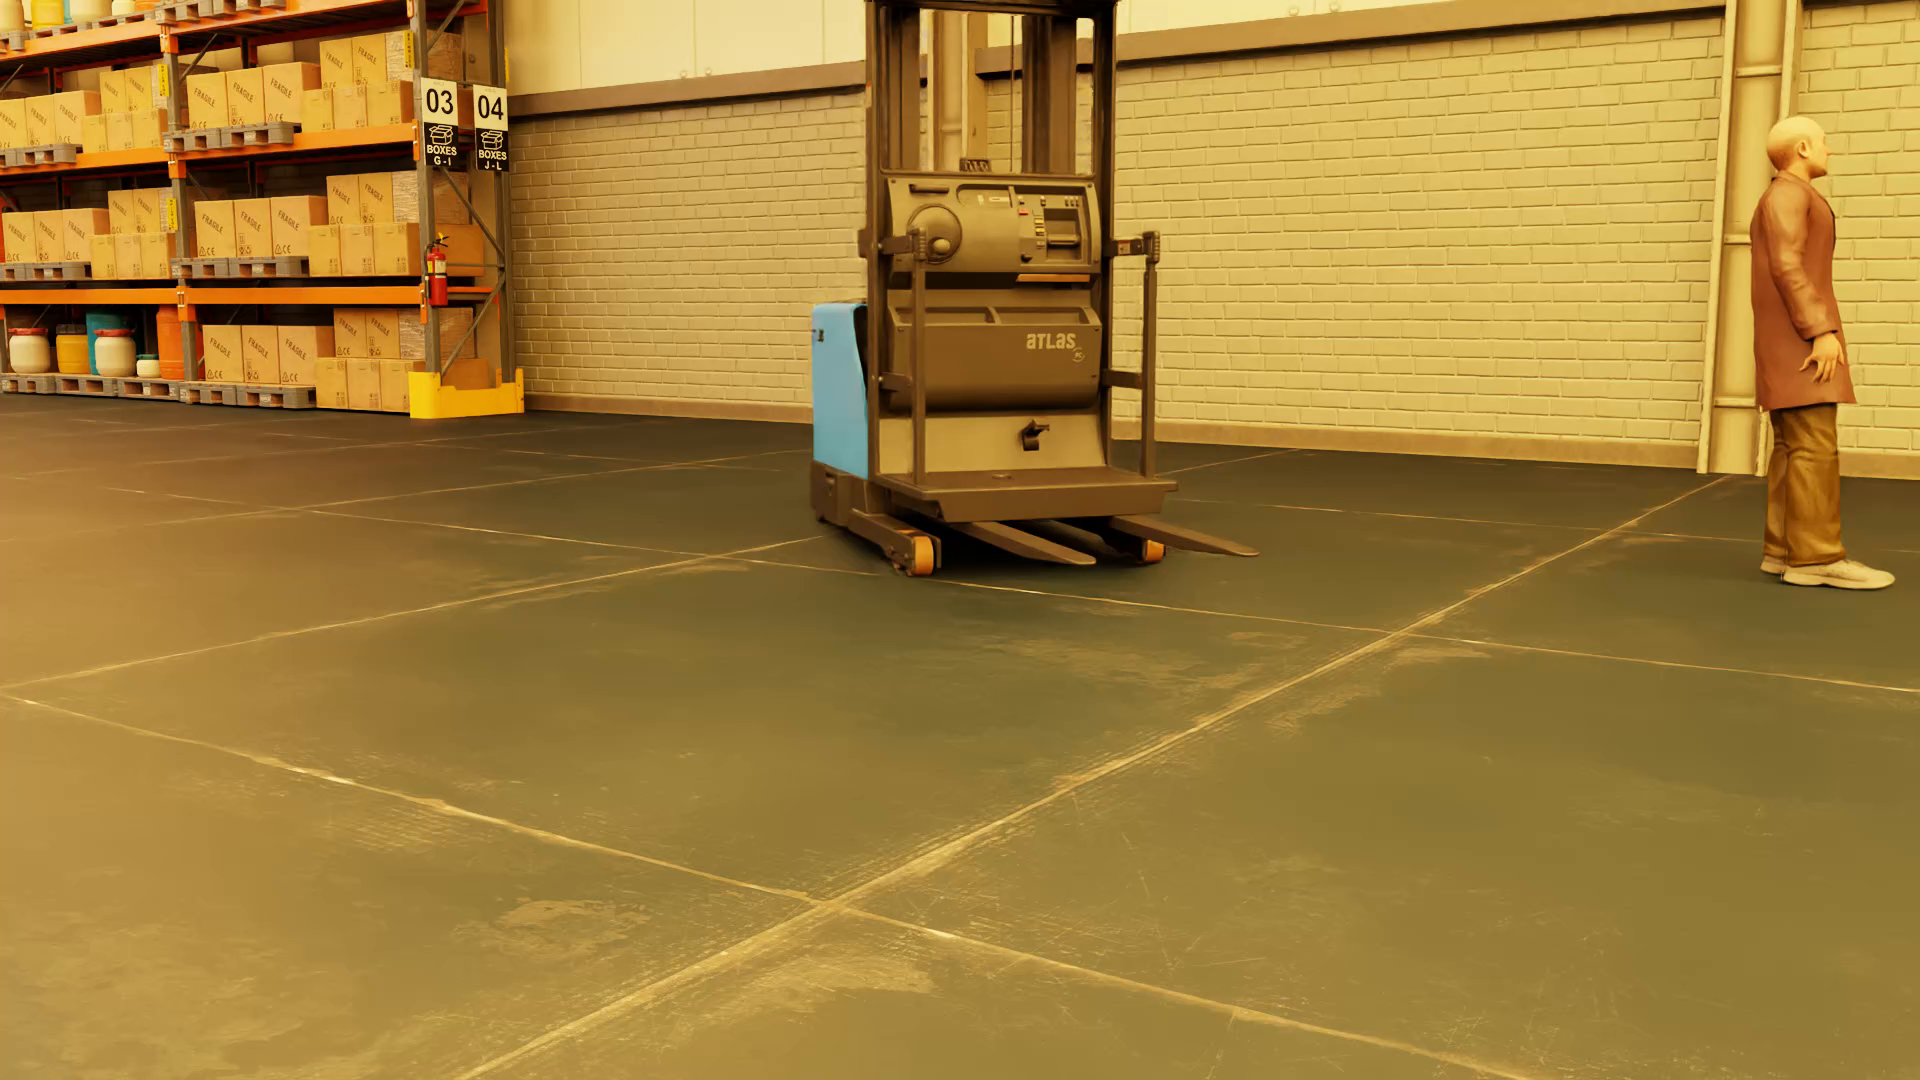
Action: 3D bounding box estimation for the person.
[{"bbox_3d":[3.338,-0.732,6.442,0.540,1.787,0.687,3,9,19],"label":"person"}]

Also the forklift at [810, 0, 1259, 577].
[{"bbox_3d":[0.220,-1.369,6.817,1.130,2.935,3.031,-3,9,-19],"label":"forklift"}]
